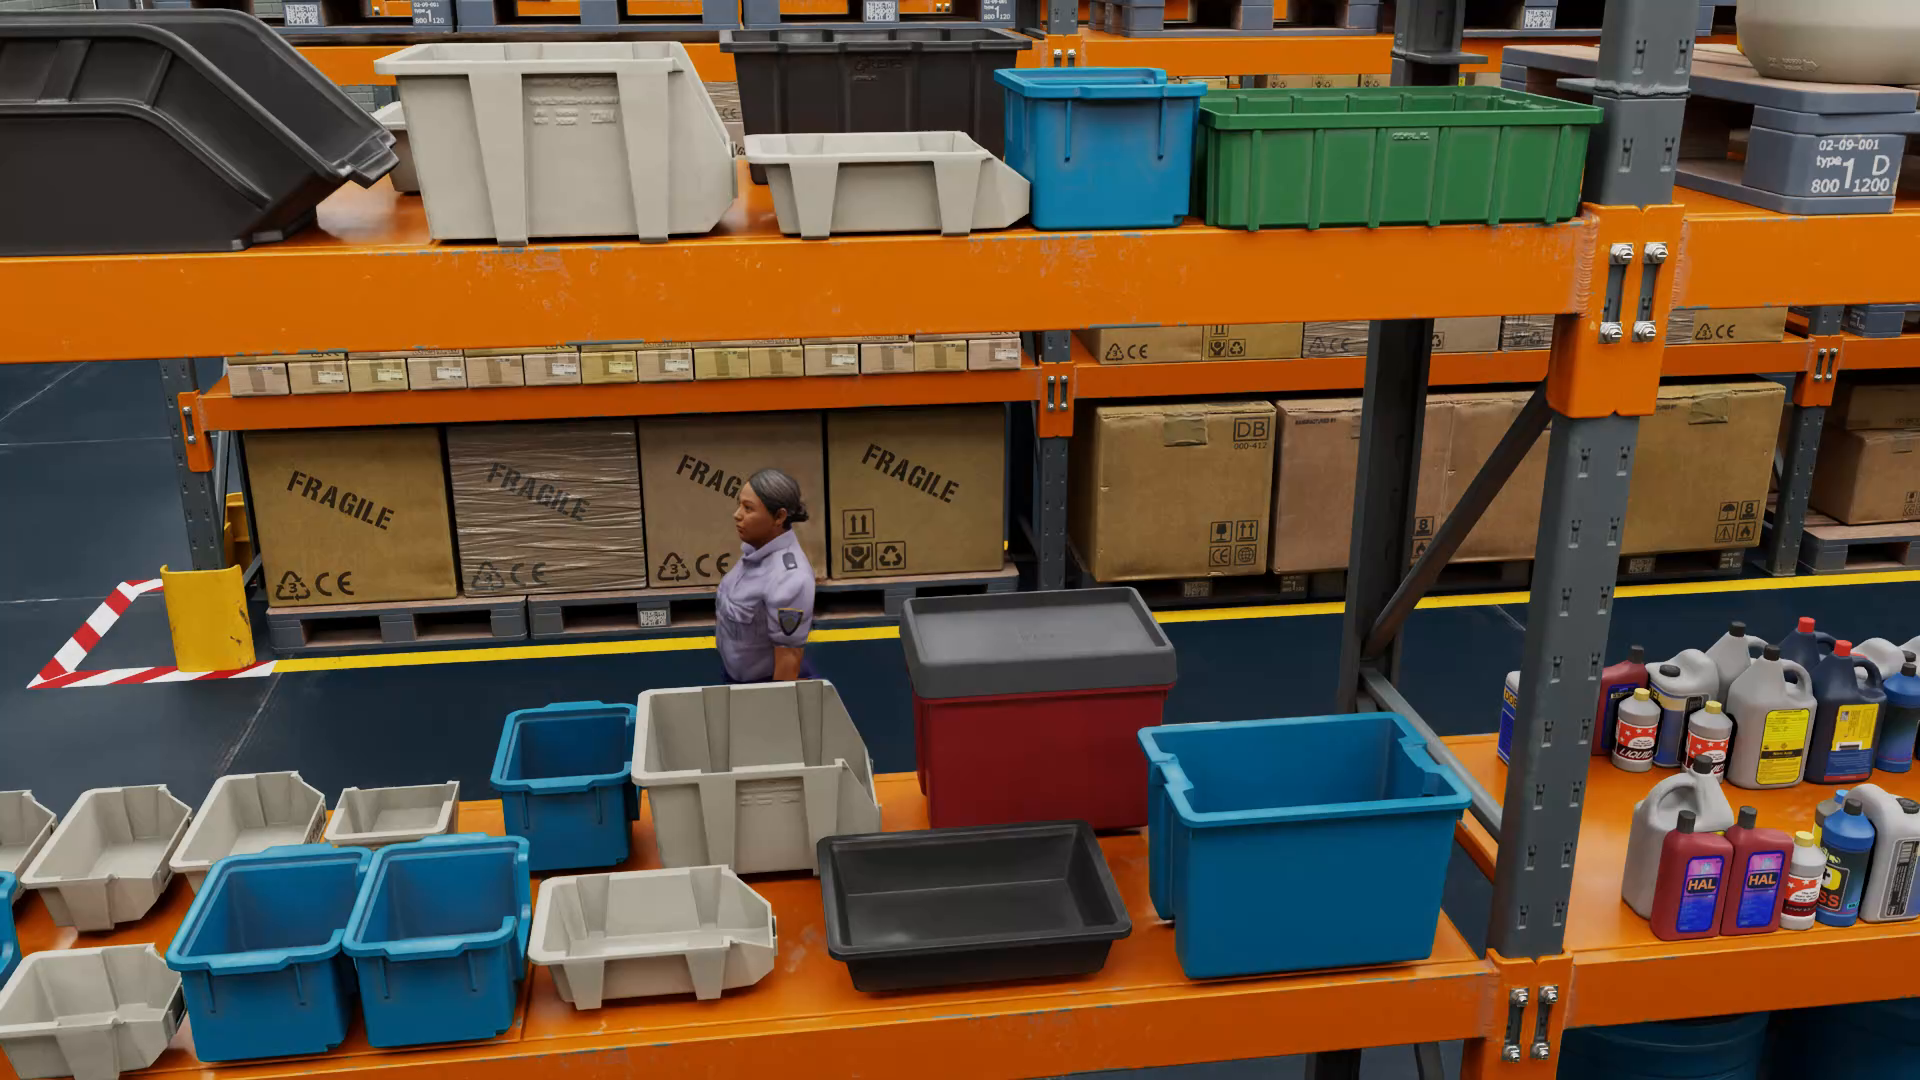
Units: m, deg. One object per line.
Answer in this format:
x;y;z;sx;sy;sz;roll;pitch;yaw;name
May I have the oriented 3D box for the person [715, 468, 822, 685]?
-0.657;0.571;5.519;0.435;1.657;0.514;-7;21;-19;person
